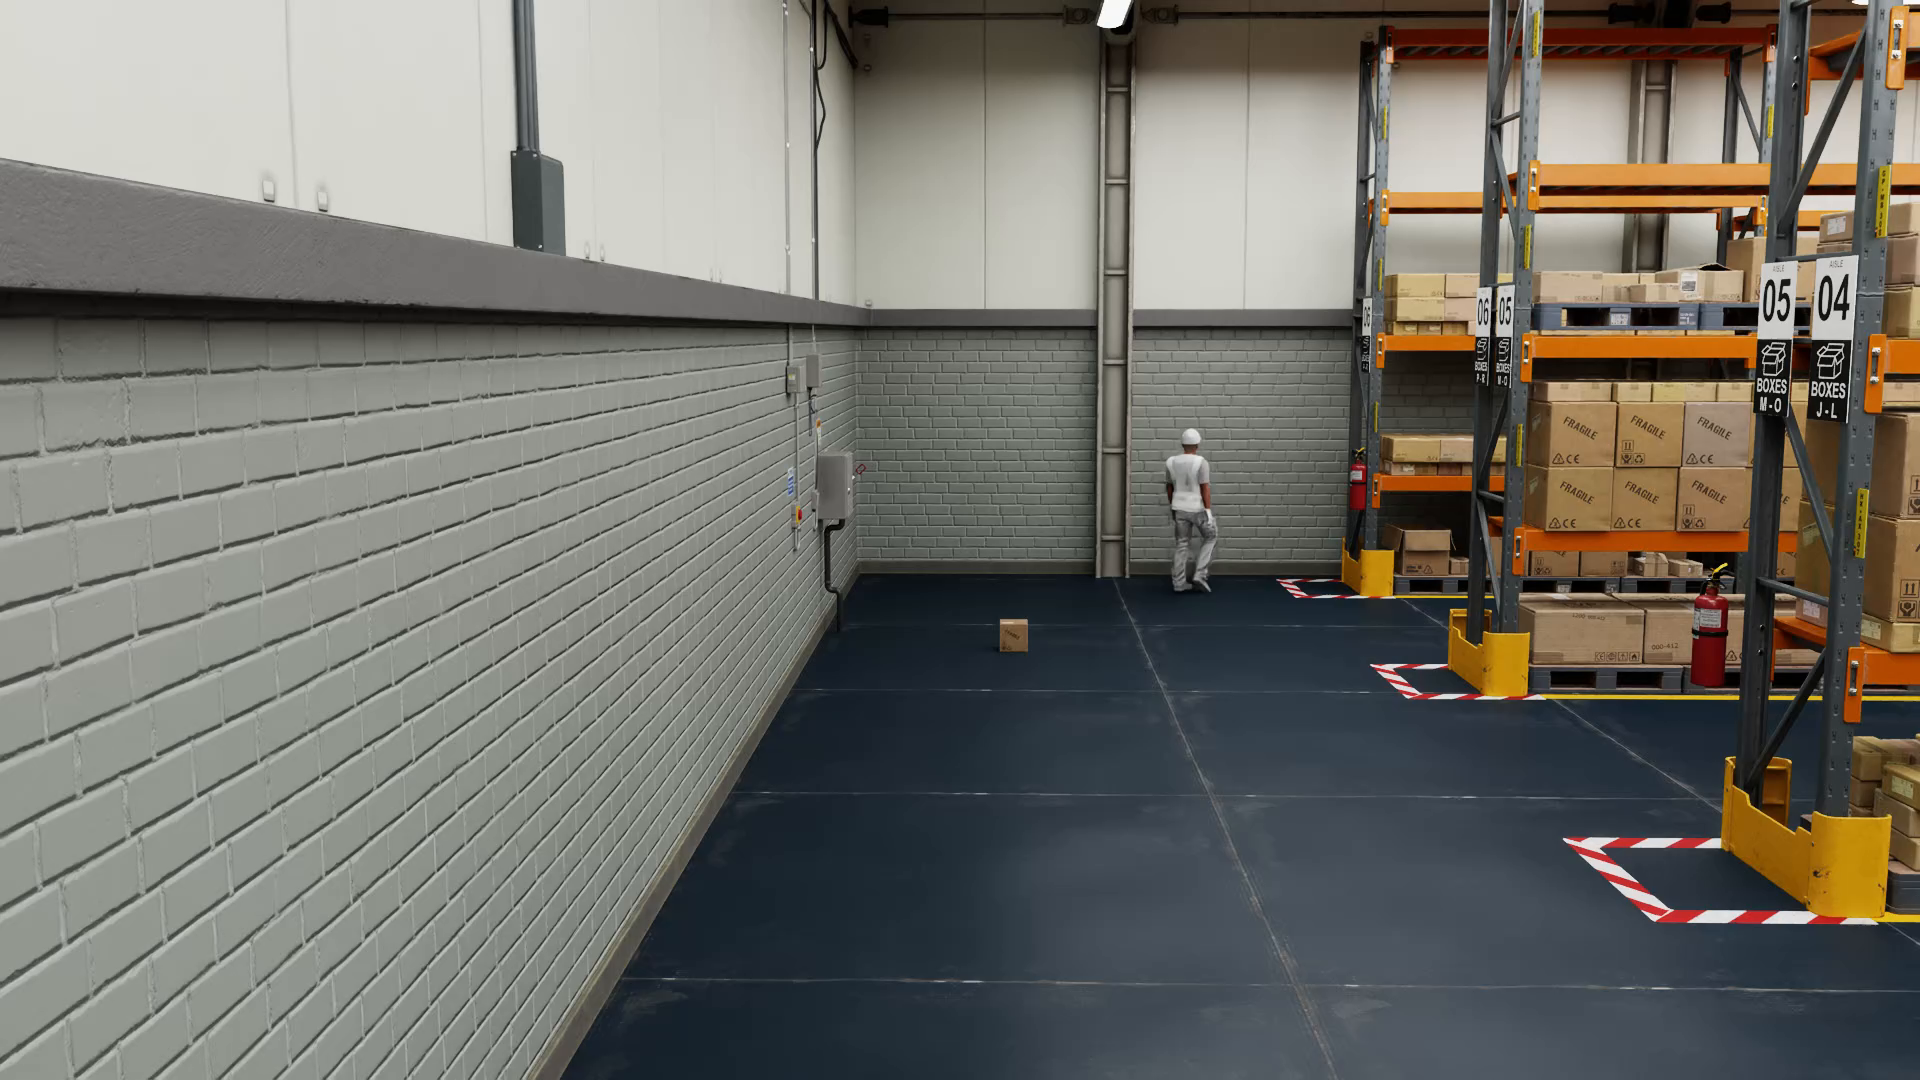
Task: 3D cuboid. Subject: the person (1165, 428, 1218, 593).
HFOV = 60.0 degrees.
[{"bbox_3d":[2.543,-0.306,18.155,0.598,1.832,0.487,5,9,36],"label":"person"}]
